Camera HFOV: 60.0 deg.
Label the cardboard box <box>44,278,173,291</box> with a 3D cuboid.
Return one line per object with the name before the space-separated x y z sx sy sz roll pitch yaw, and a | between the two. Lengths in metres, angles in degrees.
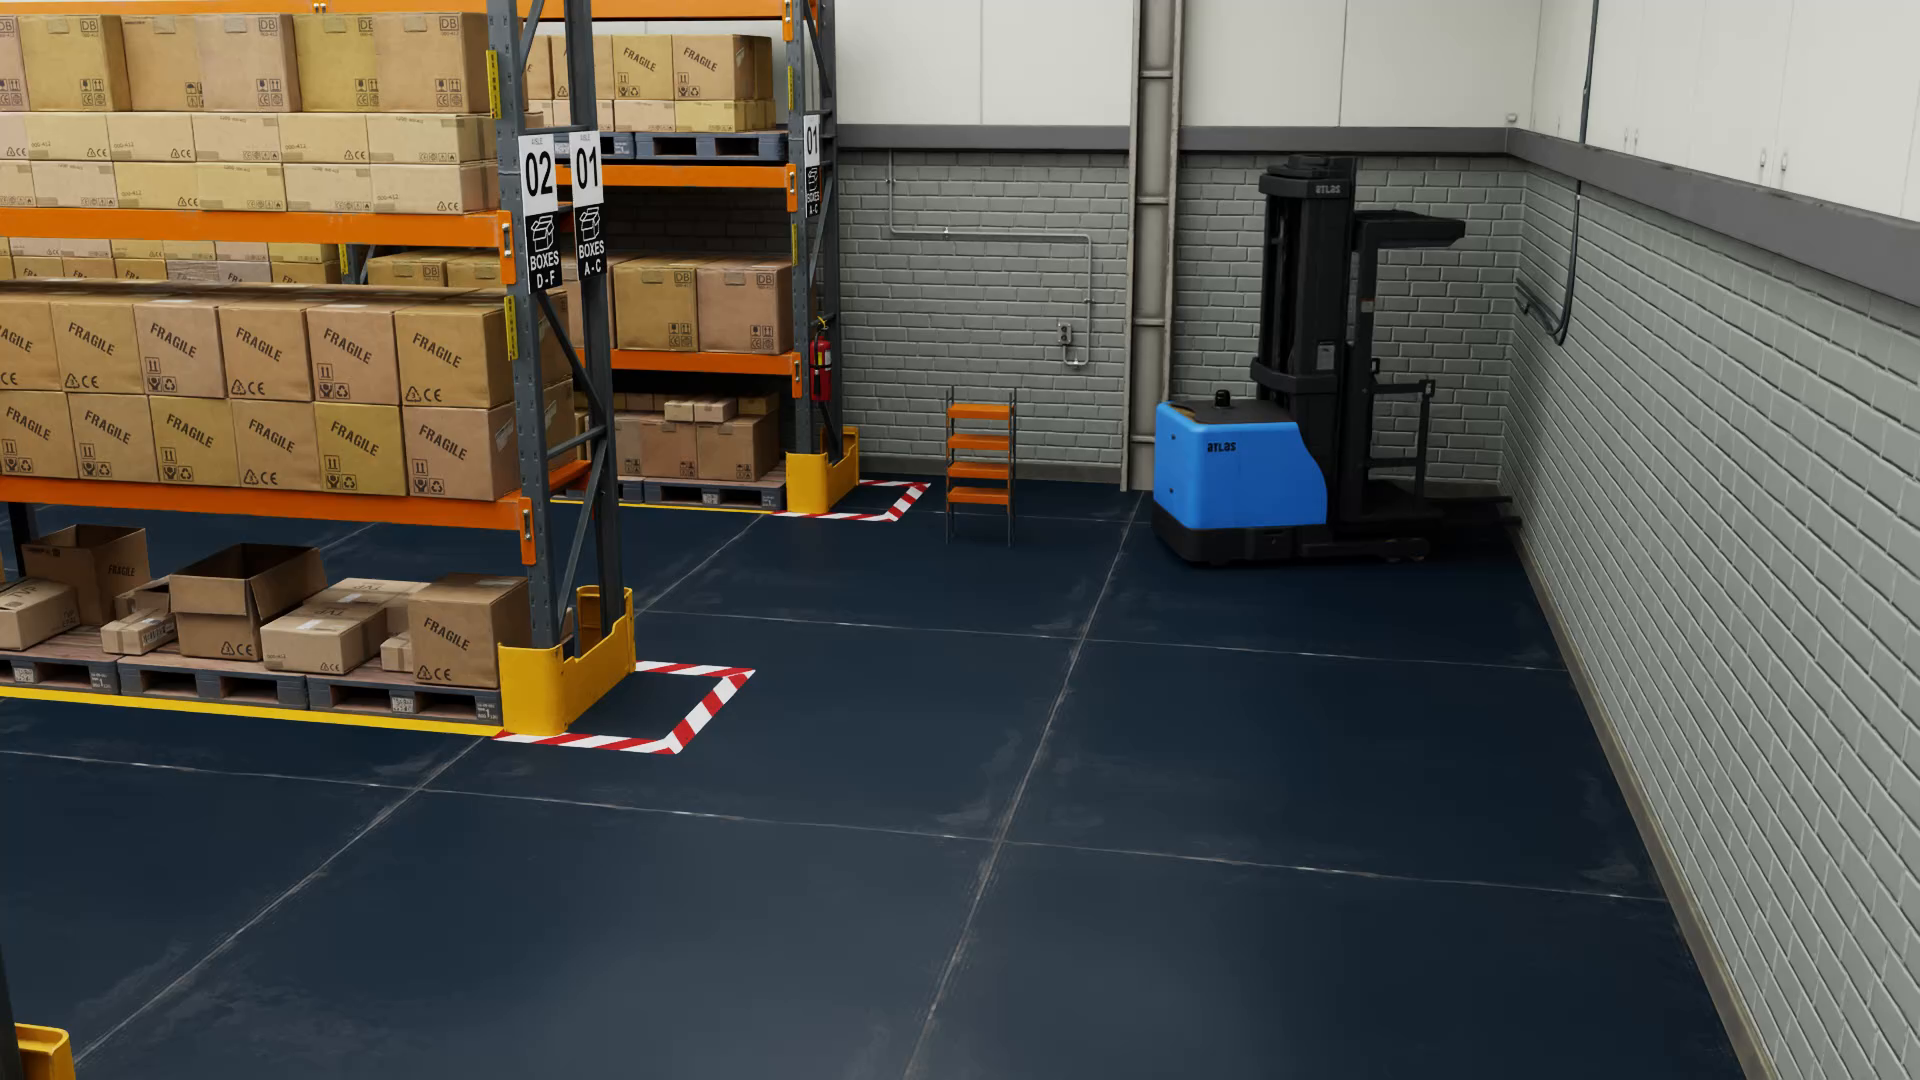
cardboard box | -5.045 -1.281 9.937 0.500 0.500 0.500 3 16 10

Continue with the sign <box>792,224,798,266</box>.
sign | -1.313 -2.351 13.247 0.005 0.325 0.100 3 16 11

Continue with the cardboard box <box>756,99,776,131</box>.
cardboard box | -1.858 -3.547 13.865 0.500 0.250 0.500 4 16 14

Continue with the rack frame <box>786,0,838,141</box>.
rack frame | -1.192 -4.711 13.142 0.127 3.000 1.000 3 16 11

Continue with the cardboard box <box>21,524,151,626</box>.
cardboard box | -5.480 0.212 10.465 0.500 0.500 0.500 3 16 11

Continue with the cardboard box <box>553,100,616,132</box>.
cardboard box | -2.983 -3.467 13.577 0.500 0.250 0.500 3 16 9

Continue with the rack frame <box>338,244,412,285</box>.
rack frame | -5.111 -2.033 14.711 0.127 3.000 1.000 3 16 11

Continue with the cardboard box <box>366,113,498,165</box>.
cardboard box | -2.729 -2.099 8.675 0.500 0.250 0.500 3 16 11

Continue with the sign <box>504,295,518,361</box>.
sign | -2.305 -1.090 8.547 0.005 0.325 0.100 3 16 11

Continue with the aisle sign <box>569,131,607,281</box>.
aisle sign | -2.050 -1.850 9.181 0.004 0.787 0.394 3 16 11

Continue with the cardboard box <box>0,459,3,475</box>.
cardboard box | -5.650 -0.686 9.663 0.500 0.500 0.500 4 16 13

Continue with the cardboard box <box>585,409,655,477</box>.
cardboard box | -2.881 -0.882 14.452 0.500 0.500 0.700 3 16 9

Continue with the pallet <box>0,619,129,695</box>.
pallet | -5.422 0.644 10.271 1.213 0.211 1.003 3 16 11

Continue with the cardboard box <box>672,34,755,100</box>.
cardboard box | -1.963 -3.773 13.276 0.500 0.500 0.500 3 16 11

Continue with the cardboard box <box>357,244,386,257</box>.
cardboard box | -5.510 -2.688 14.889 0.500 0.250 0.500 4 16 13

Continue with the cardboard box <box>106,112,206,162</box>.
cardboard box | -4.200 -2.178 8.960 0.500 0.250 0.500 3 16 11

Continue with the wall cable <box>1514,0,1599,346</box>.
wall cable | 4.280 -2.820 12.133 0.112 2.526 3.097 3 16 11

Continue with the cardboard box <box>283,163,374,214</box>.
cardboard box | -3.219 -1.885 8.839 0.500 0.250 0.500 3 16 11

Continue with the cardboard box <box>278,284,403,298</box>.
cardboard box | -3.560 -1.200 9.645 0.500 0.500 0.500 3 16 12

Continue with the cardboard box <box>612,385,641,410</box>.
cardboard box | -2.978 -1.254 14.580 0.250 0.149 0.380 3 16 12

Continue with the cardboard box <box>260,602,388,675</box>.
cardboard box | -3.682 0.566 9.655 0.500 0.250 0.500 3 16 11

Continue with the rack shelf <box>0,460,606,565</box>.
rack shelf | -4.135 -0.283 9.744 4.000 0.370 1.077 3 16 11

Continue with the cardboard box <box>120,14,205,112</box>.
cardboard box | -4.138 -2.621 9.155 0.500 0.500 0.700 3 16 11

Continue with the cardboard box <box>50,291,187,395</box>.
cardboard box | -4.680 -1.113 9.331 0.500 0.500 0.500 3 16 9

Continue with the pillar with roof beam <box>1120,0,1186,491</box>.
pillar with roof beam | 0.769 -3.667 9.375 0.400 9.000 9.100 3 16 11

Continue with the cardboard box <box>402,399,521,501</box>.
cardboard box | -2.668 -0.525 9.079 0.500 0.500 0.500 4 16 13

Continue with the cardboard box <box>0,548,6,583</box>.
cardboard box | -6.520 0.167 10.630 0.500 0.500 0.500 2 16 9

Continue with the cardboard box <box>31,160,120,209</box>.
cardboard box | -4.689 -1.965 9.127 0.500 0.250 0.500 3 16 11

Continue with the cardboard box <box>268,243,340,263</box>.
cardboard box | -5.620 -2.553 14.403 0.500 0.250 0.500 4 16 12

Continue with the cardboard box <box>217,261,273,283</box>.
cardboard box | -6.116 -2.217 14.594 0.500 0.500 0.500 3 16 12

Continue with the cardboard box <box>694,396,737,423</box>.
cardboard box | -2.060 -1.100 14.026 0.250 0.149 0.380 3 16 10

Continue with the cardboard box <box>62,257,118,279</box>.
cardboard box | -7.609 -2.297 14.883 0.500 0.500 0.500 3 16 11

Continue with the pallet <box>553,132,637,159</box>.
pallet | -3.120 -3.324 13.919 1.213 0.211 1.003 3 16 11

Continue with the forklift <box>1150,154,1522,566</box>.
forklift | 3.059 -1.388 12.511 3.031 2.935 1.130 -3 16 -9

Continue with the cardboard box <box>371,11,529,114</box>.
cardboard box | -2.682 -2.522 8.800 0.500 0.500 0.700 3 16 11

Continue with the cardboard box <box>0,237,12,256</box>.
cardboard box | -8.609 -2.715 14.987 0.500 0.250 0.500 3 16 12

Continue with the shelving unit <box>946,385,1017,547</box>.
shelving unit | 0.162 -0.569 12.800 0.503 1.200 0.258 3 16 11

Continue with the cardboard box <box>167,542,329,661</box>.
cardboard box | -4.253 0.353 9.951 0.637 0.503 0.797 3 16 11

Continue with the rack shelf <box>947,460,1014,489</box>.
rack shelf | 0.162 -0.505 12.818 0.480 0.148 0.258 3 16 11

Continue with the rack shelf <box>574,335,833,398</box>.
rack shelf | -3.152 -1.580 14.423 4.000 0.370 1.077 3 16 11

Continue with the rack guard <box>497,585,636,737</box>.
rack guard | -2.250 0.677 9.612 0.348 0.500 1.175 3 16 11

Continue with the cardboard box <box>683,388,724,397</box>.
cardboard box | -2.232 -1.214 14.435 0.250 0.149 0.380 3 16 11

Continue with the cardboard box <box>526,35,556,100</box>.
cardboard box | -3.479 -3.856 13.577 0.500 0.500 0.500 3 16 11

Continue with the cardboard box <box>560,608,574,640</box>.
cardboard box | -2.517 0.526 9.991 0.250 0.149 0.380 3 16 11

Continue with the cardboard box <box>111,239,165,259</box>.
cardboard box | -7.119 -2.637 14.706 0.500 0.250 0.500 3 16 10

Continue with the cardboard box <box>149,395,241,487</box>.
cardboard box | -4.159 -0.606 9.374 0.500 0.500 0.500 3 16 10

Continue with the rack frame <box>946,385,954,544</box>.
rack frame | -0.077 -0.582 12.847 0.015 1.200 0.240 3 16 11

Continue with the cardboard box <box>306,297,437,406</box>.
cardboard box | -3.161 -1.032 9.039 0.500 0.500 0.500 4 16 13

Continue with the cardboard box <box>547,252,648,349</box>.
cardboard box | -3.154 -2.068 14.275 0.700 0.700 0.980 2 16 8
